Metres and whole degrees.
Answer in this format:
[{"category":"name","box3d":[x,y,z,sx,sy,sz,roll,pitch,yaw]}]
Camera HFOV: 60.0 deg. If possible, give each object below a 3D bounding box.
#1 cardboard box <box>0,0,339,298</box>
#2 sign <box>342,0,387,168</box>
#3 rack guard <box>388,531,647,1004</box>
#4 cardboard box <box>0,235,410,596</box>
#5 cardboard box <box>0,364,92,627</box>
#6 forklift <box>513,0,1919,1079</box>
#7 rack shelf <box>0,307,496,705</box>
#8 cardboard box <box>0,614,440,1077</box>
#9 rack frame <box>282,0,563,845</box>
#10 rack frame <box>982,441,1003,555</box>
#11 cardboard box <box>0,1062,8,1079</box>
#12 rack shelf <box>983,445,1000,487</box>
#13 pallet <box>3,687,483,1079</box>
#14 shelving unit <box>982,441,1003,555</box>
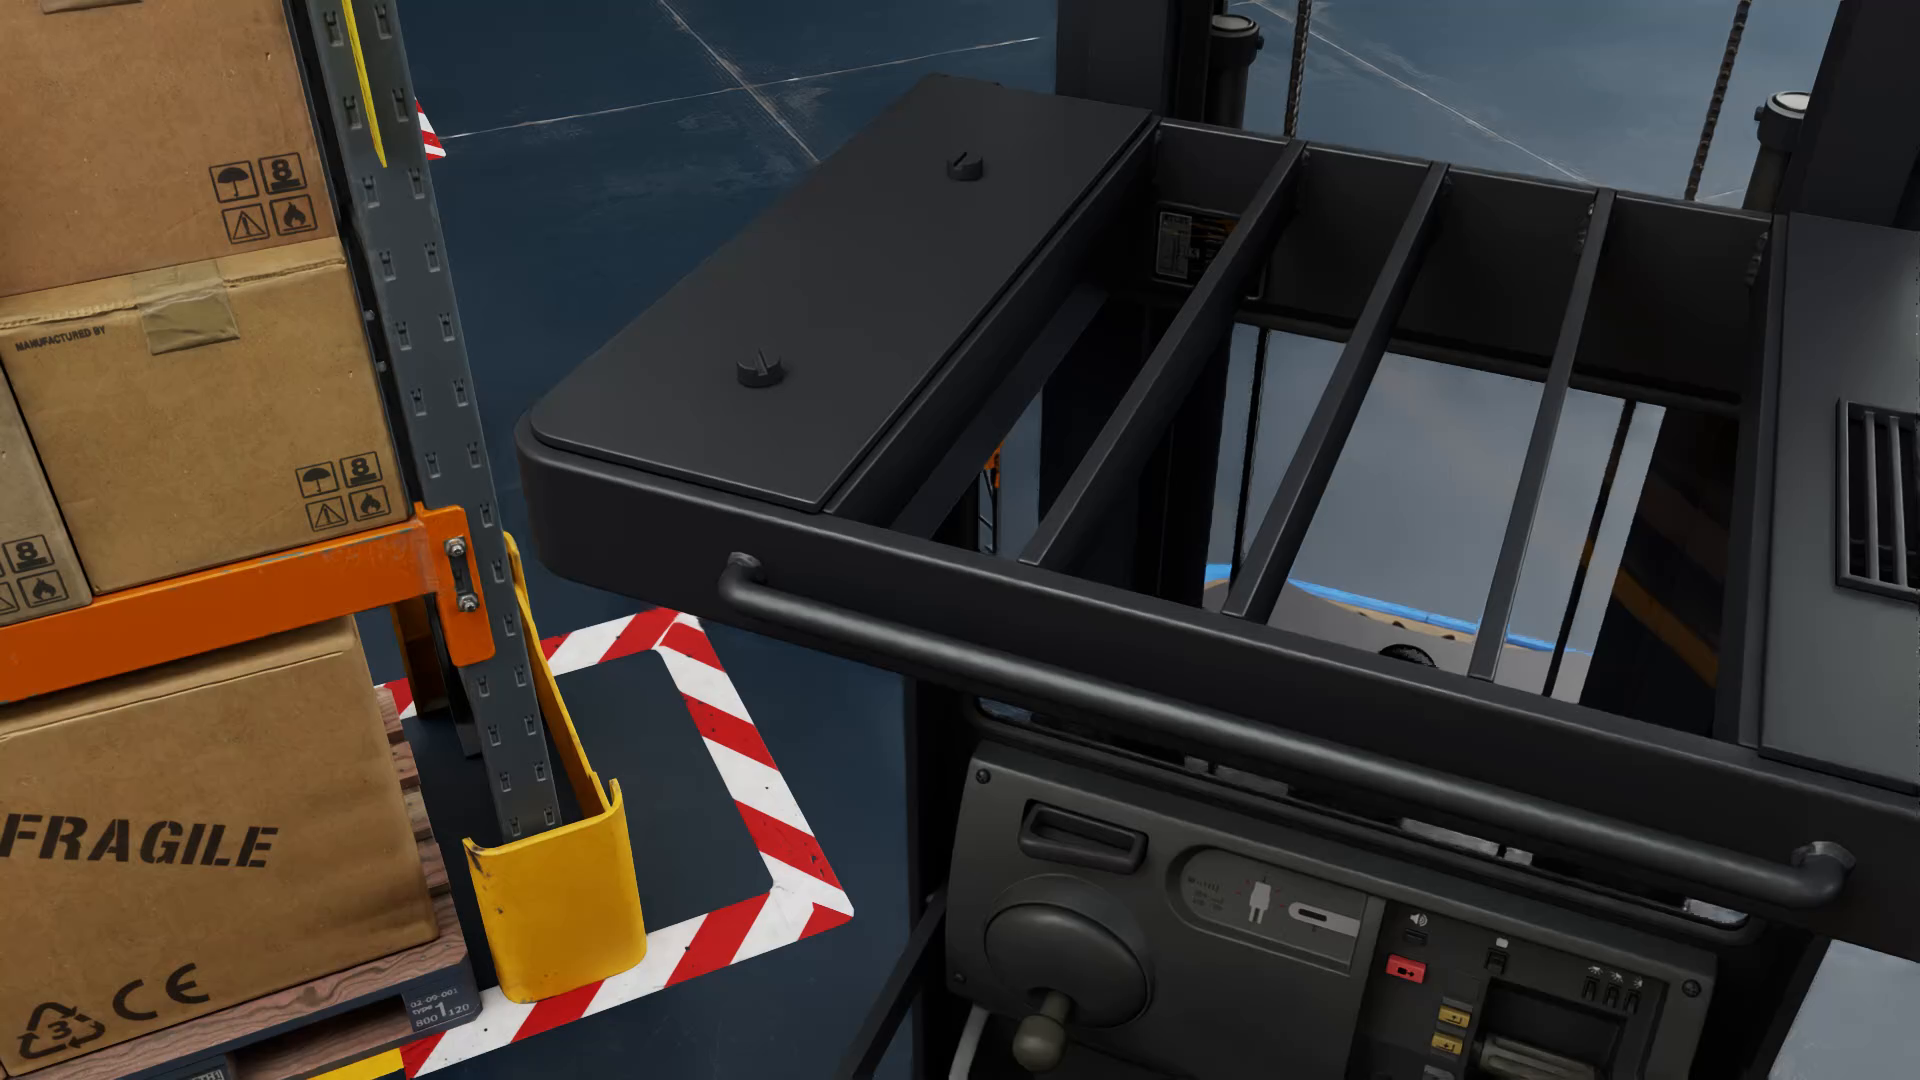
[{"category":"cardboard box","box3d":[-1.498,-0.900,2.914,0.550,0.550,0.875,-16,39,-20]},{"category":"sign","box3d":[-0.928,-0.744,2.564,0.005,0.325,0.100,-16,39,-20]},{"category":"rack guard","box3d":[-1.124,0.518,4.131,0.348,0.500,1.175,-16,39,-20]},{"category":"cardboard box","box3d":[-1.462,-0.421,3.174,0.550,0.550,0.875,-16,39,-20]},{"category":"cardboard box","box3d":[-1.951,-0.270,2.971,0.550,0.550,0.875,-16,39,-20]},{"category":"forklift","box3d":[0.347,0.629,1.942,1.130,2.935,3.031,14,39,18]},{"category":"rack shelf","box3d":[-2.956,0.316,2.910,4.000,0.370,1.077,-16,39,-20]},{"category":"cardboard box","box3d":[-1.731,0.413,3.607,0.875,0.875,0.875,-15,39,-20]},{"category":"rack frame","box3d":[-1.146,-0.479,3.379,0.127,3.000,1.000,-16,39,-20]},{"category":"rack frame","box3d":[0.071,-0.502,4.919,0.015,1.200,0.240,-16,39,-20]},{"category":"cardboard box","box3d":[-2.527,0.636,3.305,0.875,0.875,0.875,-16,40,-21]},{"category":"rack shelf","box3d":[-0.150,-0.226,4.994,0.480,0.148,0.258,-16,39,-20]},{"category":"pallet","box3d":[-1.836,0.885,3.880,1.213,0.211,1.003,-16,39,-20]},{"category":"shelving unit","box3d":[-0.150,-0.440,4.836,0.503,1.200,0.258,-16,39,-20]}]
